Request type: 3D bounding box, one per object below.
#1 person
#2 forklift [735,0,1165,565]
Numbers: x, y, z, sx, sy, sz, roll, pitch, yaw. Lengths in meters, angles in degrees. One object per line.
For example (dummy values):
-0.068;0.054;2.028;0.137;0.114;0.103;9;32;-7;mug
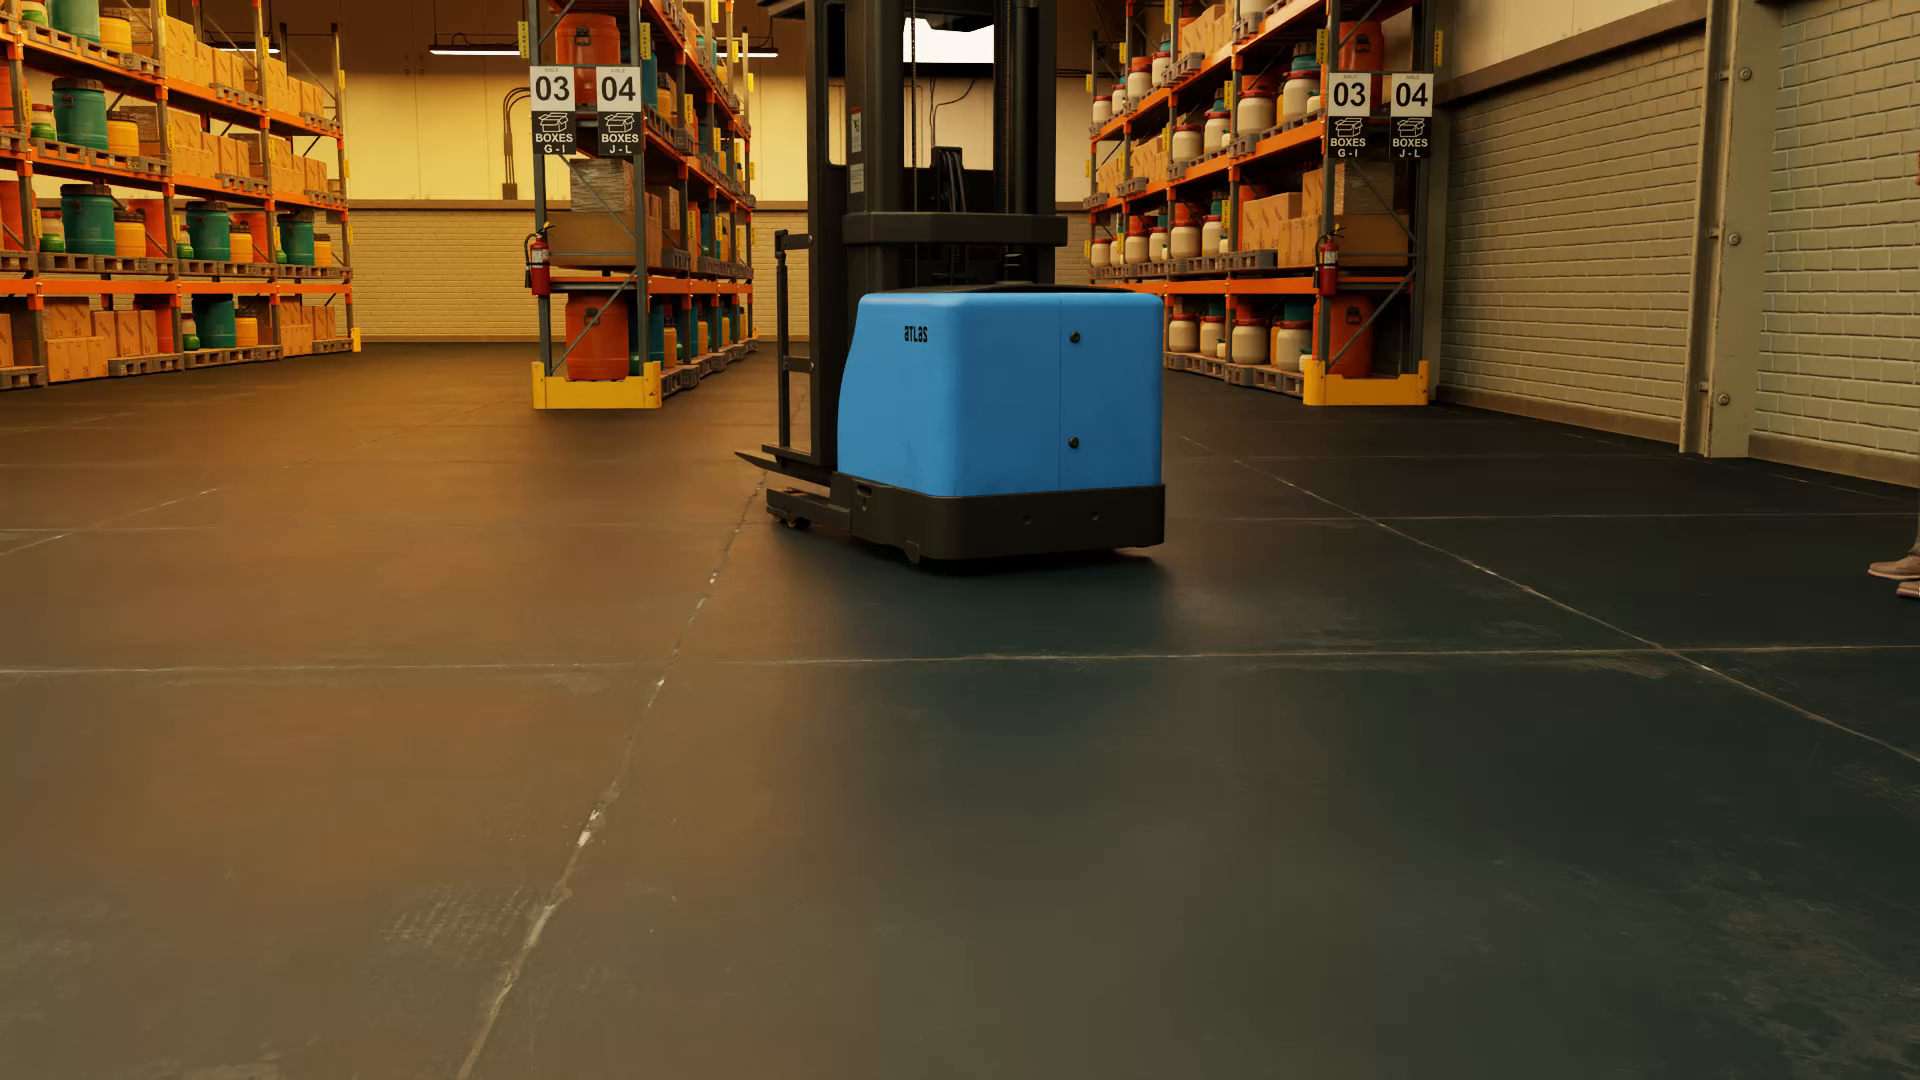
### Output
3.594;-0.637;5.991;0.405;1.658;0.625;4;9;23;person
-0.264;-1.530;7.637;1.130;2.935;3.031;-4;9;-25;forklift
